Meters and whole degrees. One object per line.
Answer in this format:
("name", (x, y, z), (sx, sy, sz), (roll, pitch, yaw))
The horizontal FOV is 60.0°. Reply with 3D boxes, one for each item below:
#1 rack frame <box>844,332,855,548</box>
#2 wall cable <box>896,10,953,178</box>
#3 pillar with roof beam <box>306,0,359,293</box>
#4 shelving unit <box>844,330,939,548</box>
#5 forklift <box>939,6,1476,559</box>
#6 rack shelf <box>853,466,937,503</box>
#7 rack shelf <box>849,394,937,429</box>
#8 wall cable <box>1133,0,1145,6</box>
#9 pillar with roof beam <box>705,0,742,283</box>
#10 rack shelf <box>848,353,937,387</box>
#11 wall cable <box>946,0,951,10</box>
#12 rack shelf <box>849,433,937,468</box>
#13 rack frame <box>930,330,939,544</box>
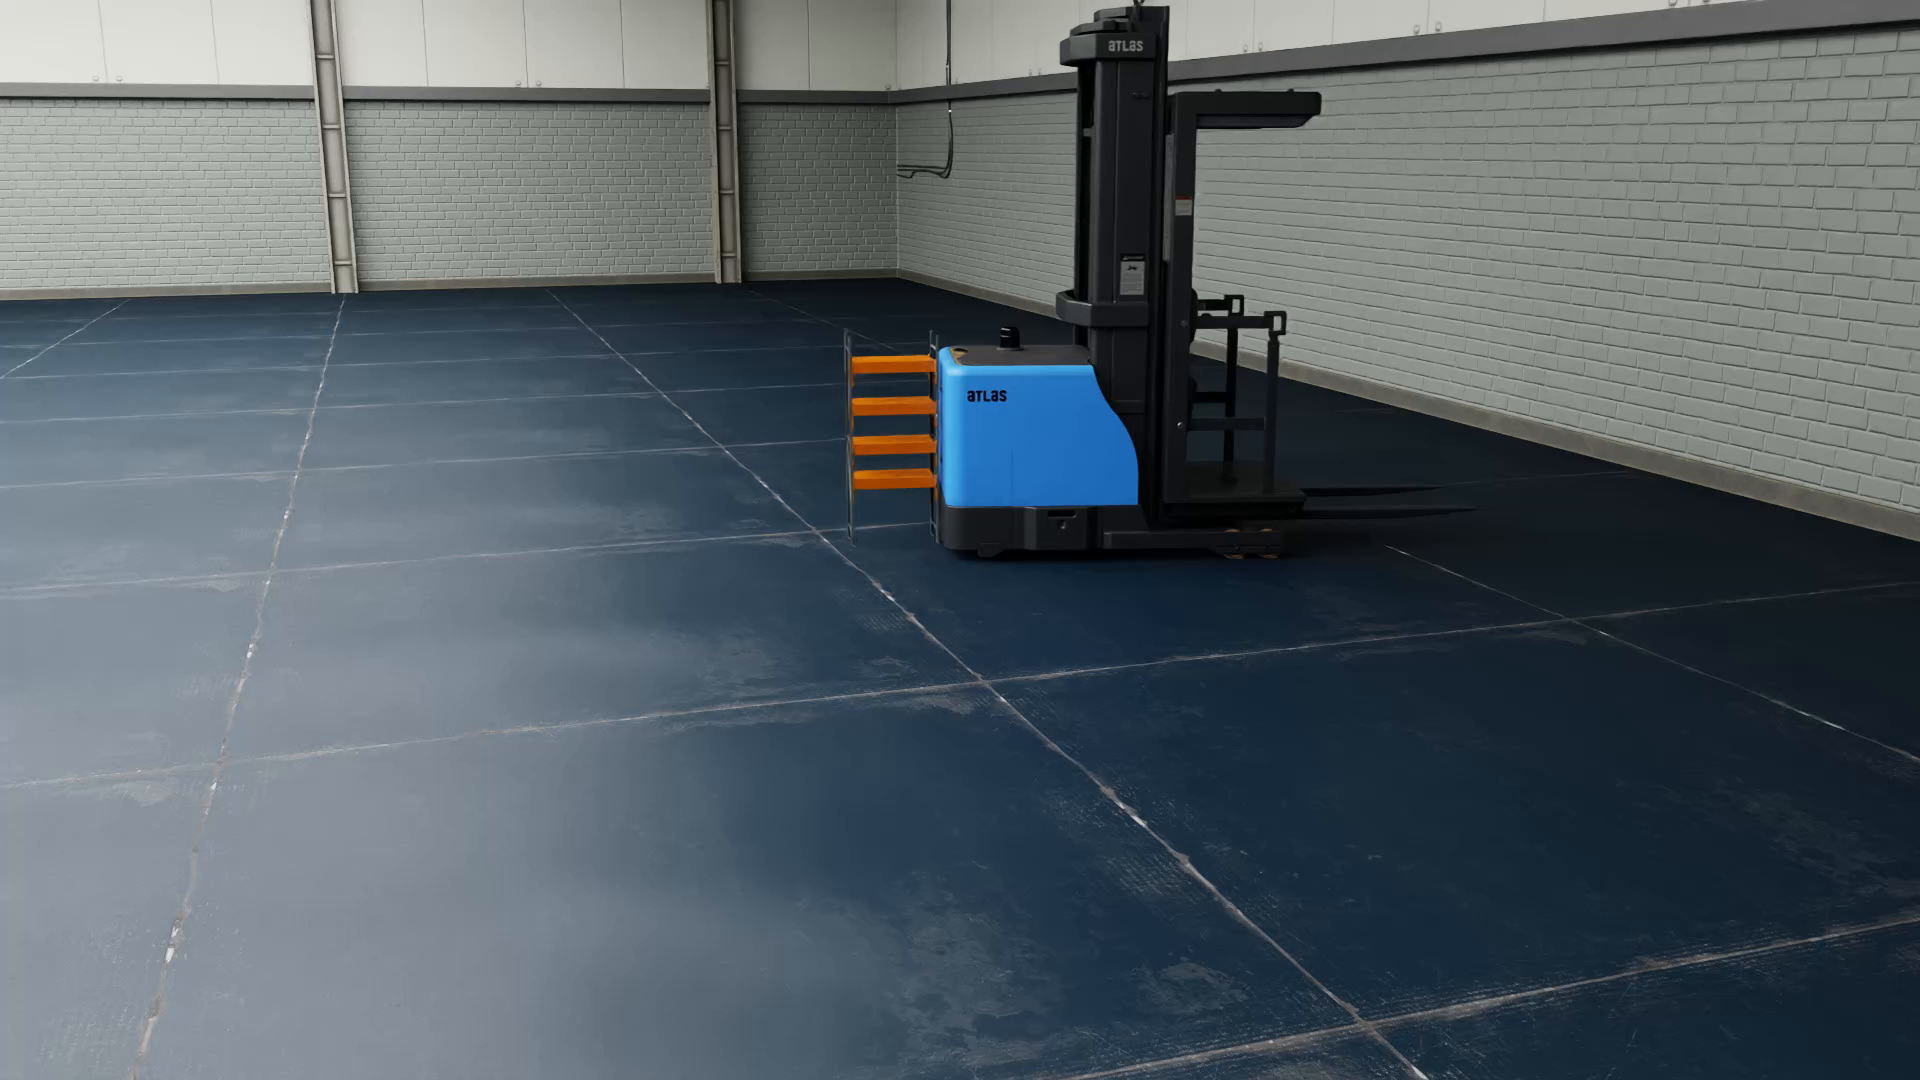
("rack frame", (-0.627, -0.568, 9.438), (0.015, 1.200, 0.240), (-2, 14, -9))
("wall cable", (-0.645, -7.087, 26.700), (0.112, 2.526, 3.097), (-4, 14, -18))
("pillar with roof beam", (-8.172, -7.283, 20.815), (0.400, 9.000, 9.100), (-4, 14, -18))
("shelving unit", (-0.387, -0.577, 9.478), (0.503, 1.200, 0.258), (-2, 14, -9))
("forklift", (1.396, -1.441, 9.365), (3.031, 2.935, 1.130), (-1, 13, -4))
("rack shelf", (-0.387, -0.319, 9.539), (0.480, 0.148, 0.258), (-2, 14, -9))
("rack shelf", (-0.387, -0.730, 9.441), (0.480, 0.148, 0.258), (-2, 14, -9))
("wall cable", (2.368, -8.169, 17.189), (0.169, 6.003, 2.305), (-4, 14, -18))
("pillar with roof beam", (-2.486, -7.726, 22.677), (0.400, 9.000, 9.100), (-4, 14, -18))
("rack shelf", (-0.387, -0.960, 9.387), (0.480, 0.148, 0.258), (-2, 14, -9))
("wall cable", (0.218, -8.951, 23.622), (0.112, 2.526, 3.097), (-4, 14, -18))
("rack shelf", (-0.387, -0.512, 9.493), (0.480, 0.148, 0.258), (-2, 14, -9))
("rack frame", (-0.146, -0.587, 9.517), (0.015, 1.200, 0.240), (-2, 14, -9))
